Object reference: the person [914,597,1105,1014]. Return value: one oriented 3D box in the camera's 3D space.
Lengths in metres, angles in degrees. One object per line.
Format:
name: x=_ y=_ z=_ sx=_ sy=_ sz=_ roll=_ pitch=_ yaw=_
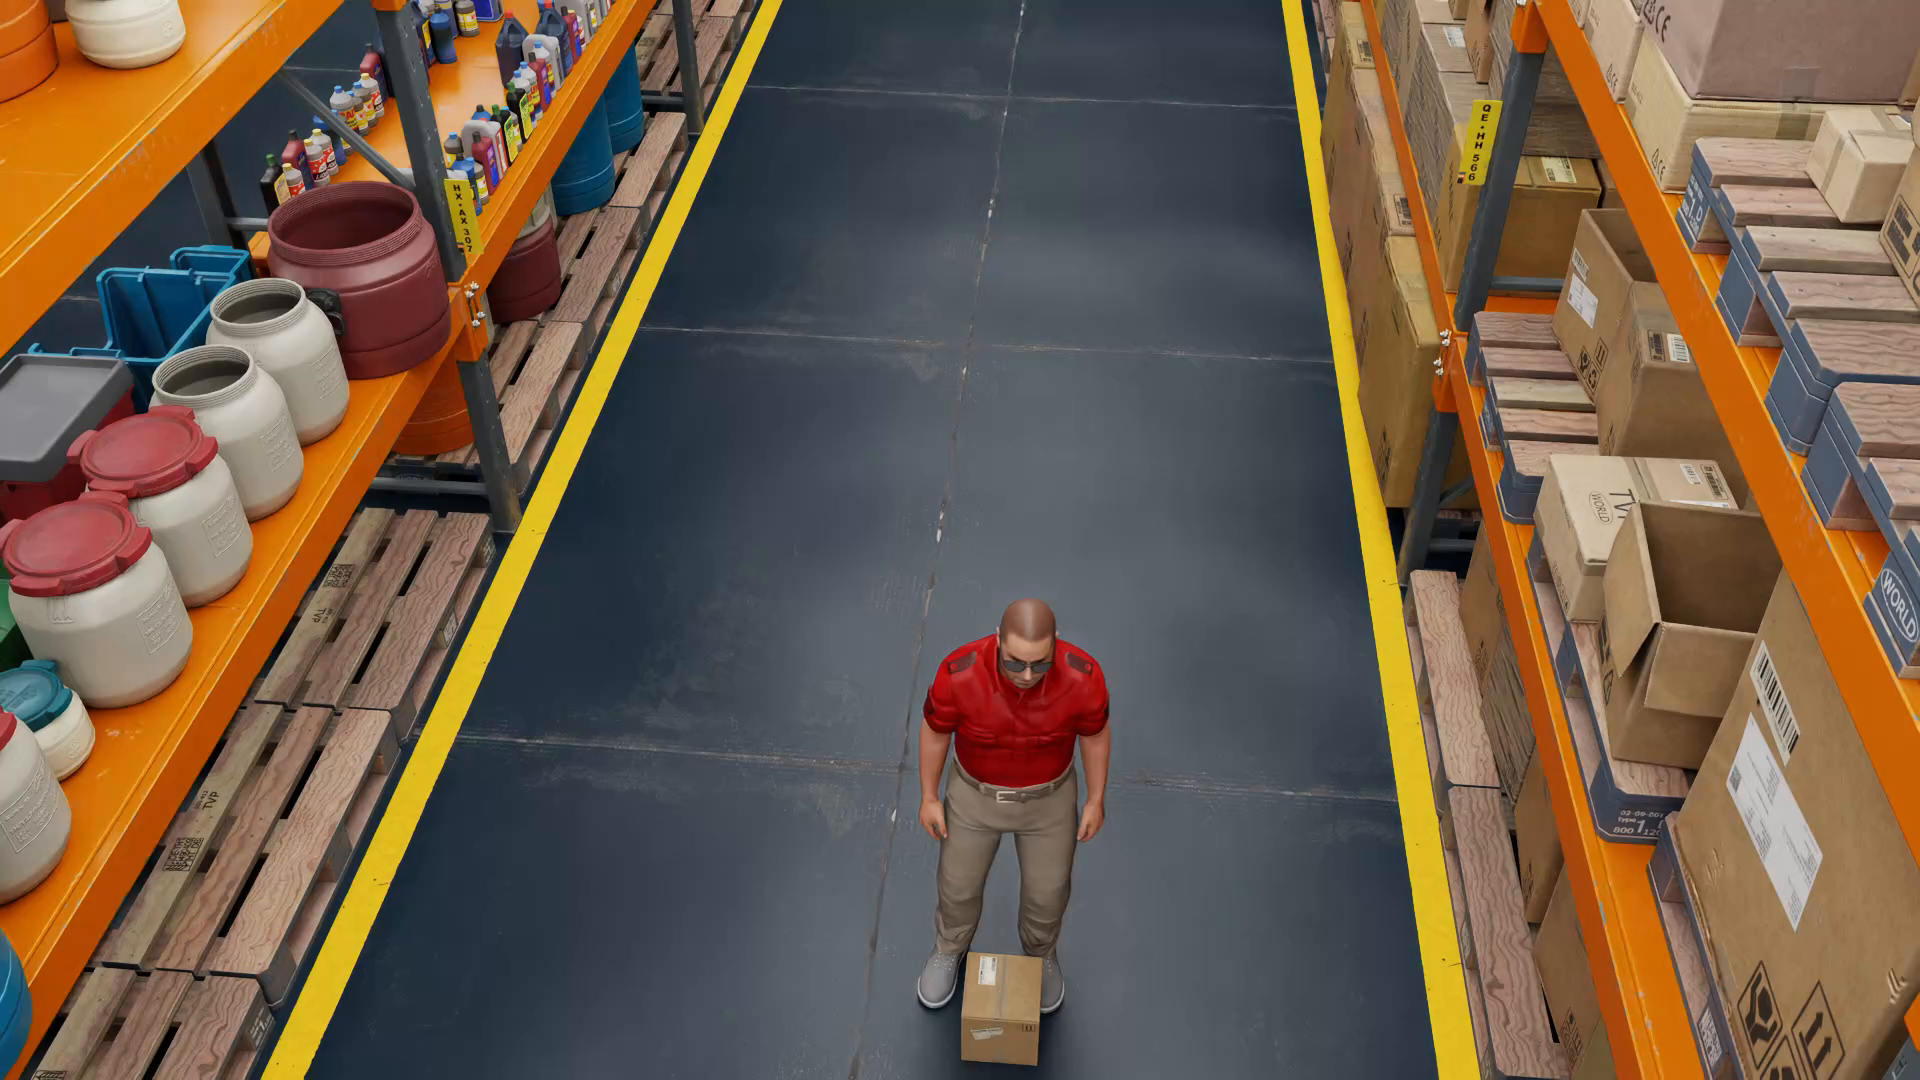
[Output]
person: x=0.149 y=0.810 z=5.195 sx=0.584 sy=1.726 sz=0.391 roll=2 pitch=40 yaw=3
